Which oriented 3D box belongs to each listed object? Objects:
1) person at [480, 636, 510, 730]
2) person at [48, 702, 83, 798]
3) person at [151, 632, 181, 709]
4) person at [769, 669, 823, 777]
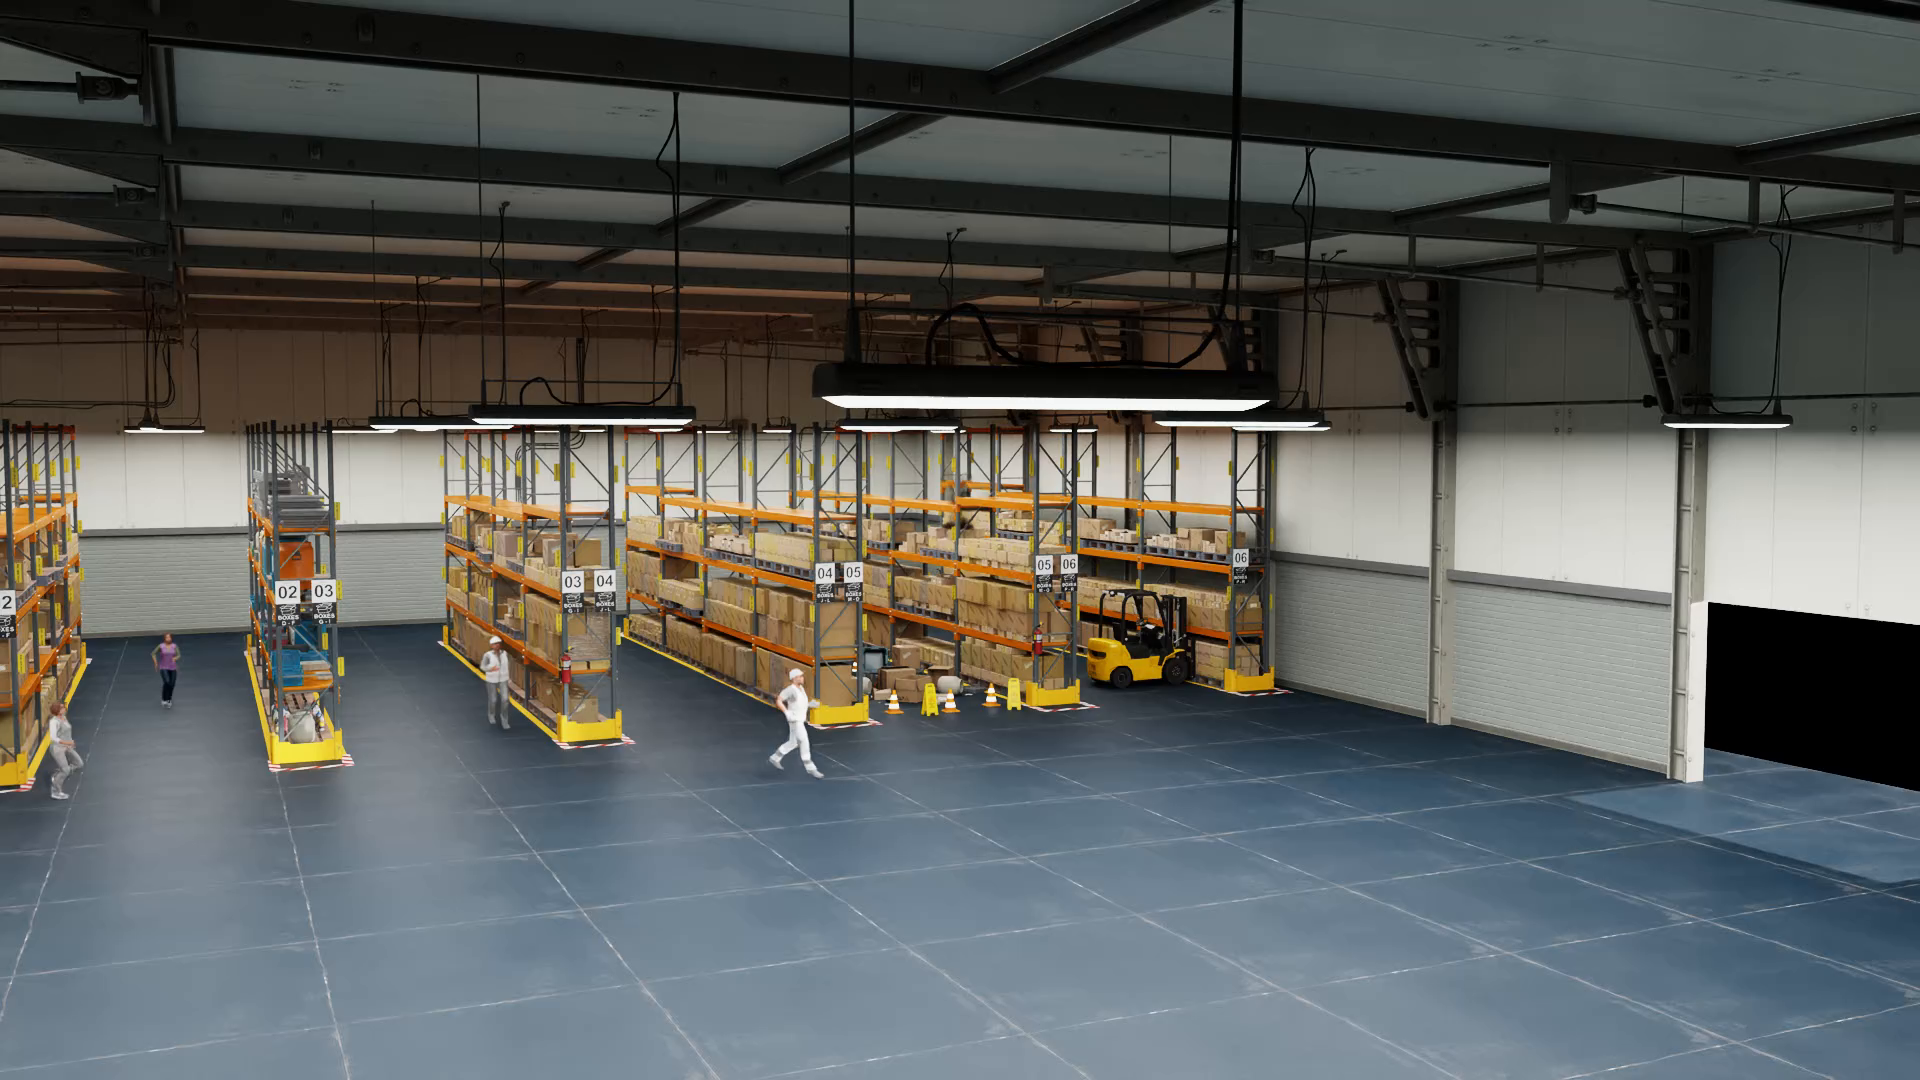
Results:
[{"bbox_3d":[-9.104,2.790,32.633,0.644,1.824,0.805,-2,4,-28],"label":"person"},{"bbox_3d":[-14.141,3.311,26.236,0.481,1.551,0.571,0,4,0],"label":"person"},{"bbox_3d":[-16.637,2.737,34.924,0.506,1.592,0.662,-3,5,-41],"label":"person"},{"bbox_3d":[-2.759,3.062,27.957,0.983,1.804,0.651,1,4,10],"label":"person"}]
